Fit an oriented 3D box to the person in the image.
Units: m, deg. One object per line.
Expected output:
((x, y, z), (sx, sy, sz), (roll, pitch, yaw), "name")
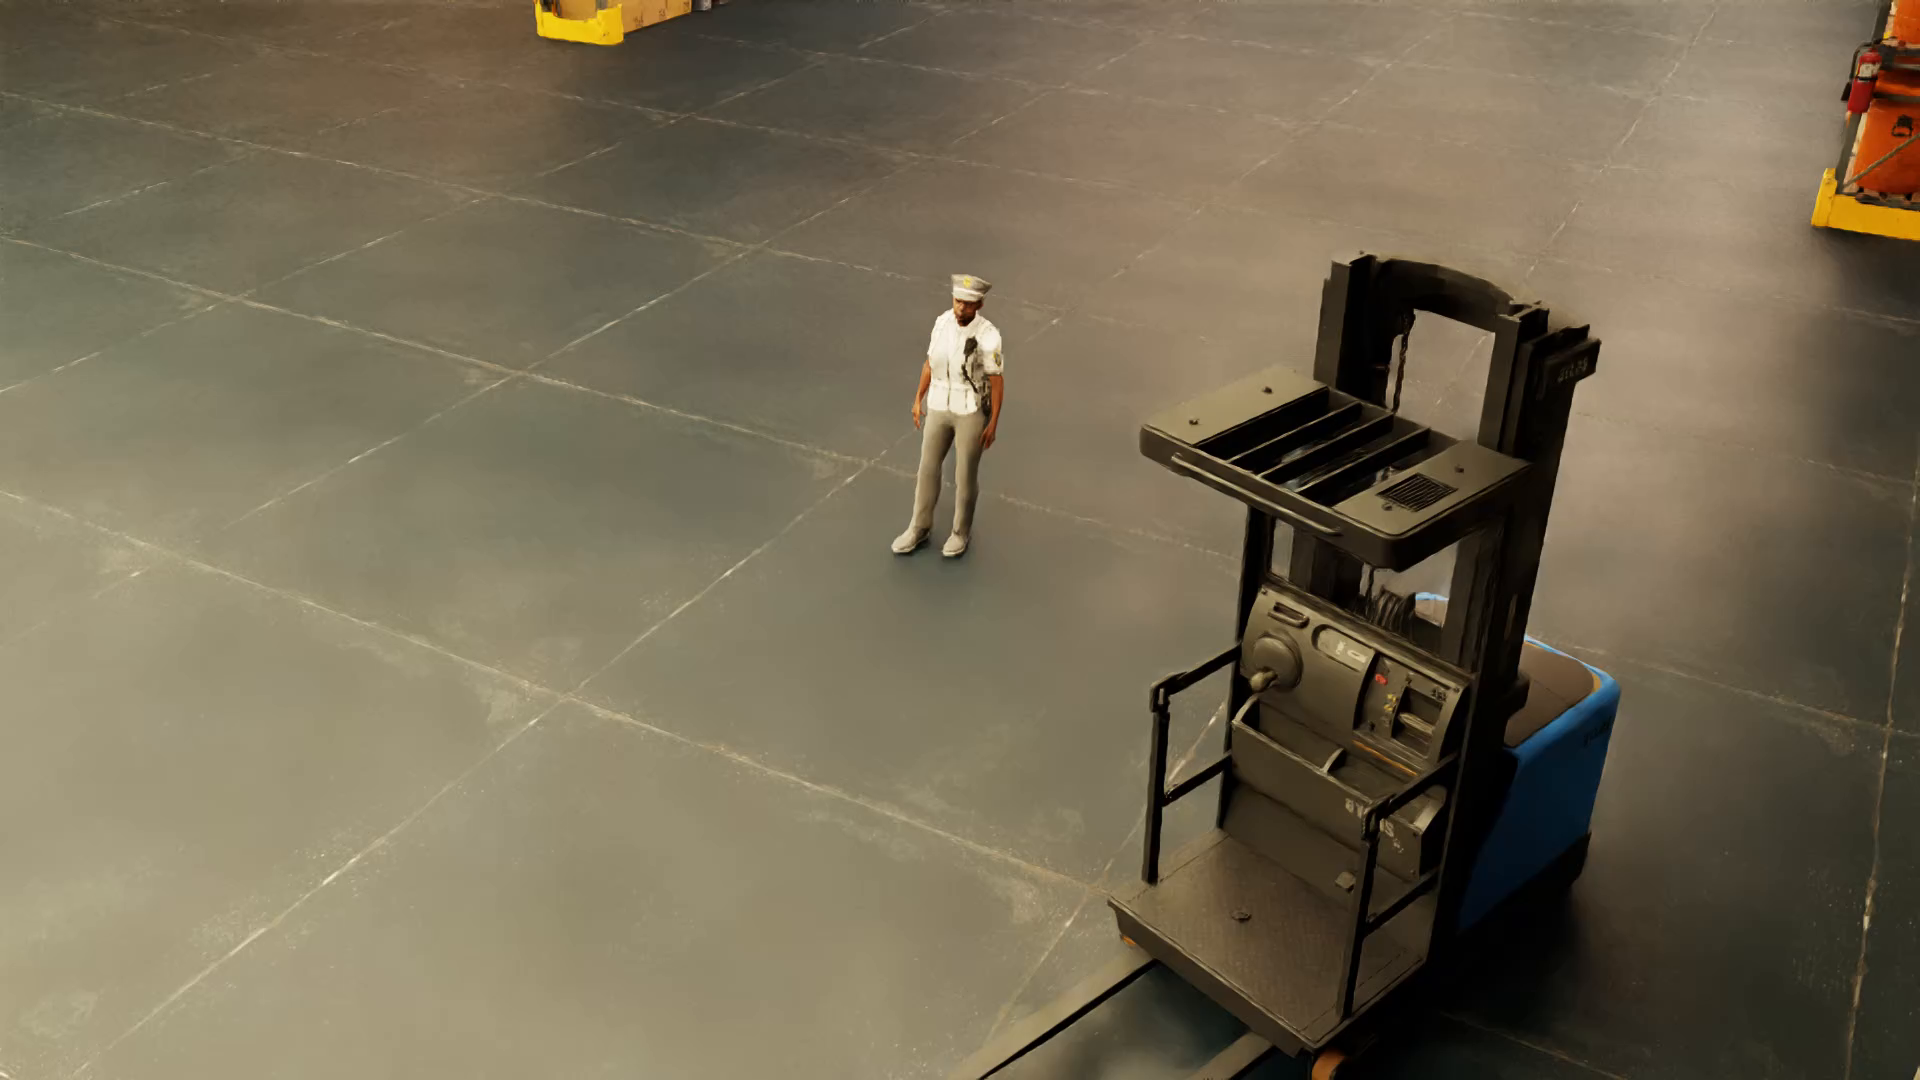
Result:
((-0.054, -0.711, 9.527), (0.570, 1.693, 0.529), (15, 33, 25), "person")

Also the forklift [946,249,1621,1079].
((1.305, 0.539, 6.137), (3.031, 2.935, 1.130), (-24, 37, -35), "forklift")
